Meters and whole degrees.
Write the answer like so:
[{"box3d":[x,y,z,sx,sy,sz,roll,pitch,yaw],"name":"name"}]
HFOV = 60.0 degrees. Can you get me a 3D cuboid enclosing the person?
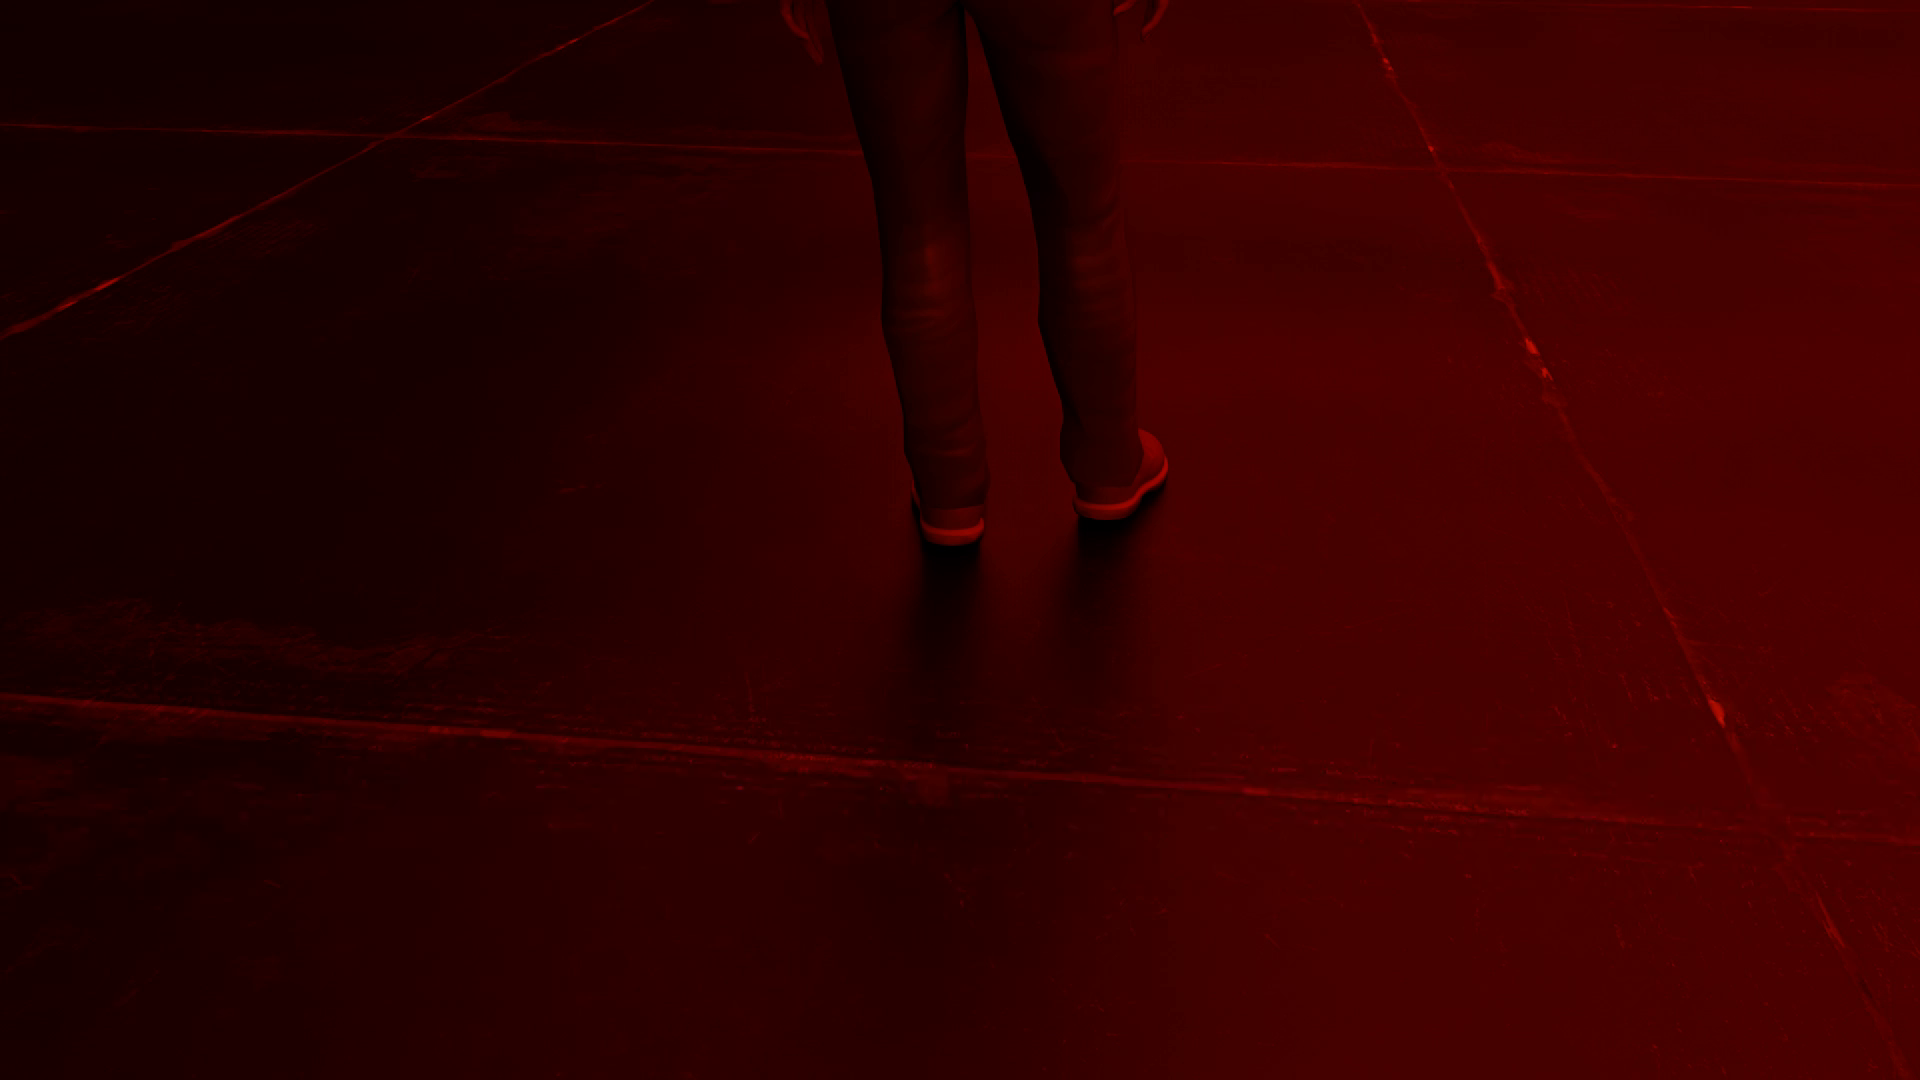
[{"box3d":[0.033,-0.784,2.203,0.566,1.654,0.504,3,27,7],"name":"person"}]
